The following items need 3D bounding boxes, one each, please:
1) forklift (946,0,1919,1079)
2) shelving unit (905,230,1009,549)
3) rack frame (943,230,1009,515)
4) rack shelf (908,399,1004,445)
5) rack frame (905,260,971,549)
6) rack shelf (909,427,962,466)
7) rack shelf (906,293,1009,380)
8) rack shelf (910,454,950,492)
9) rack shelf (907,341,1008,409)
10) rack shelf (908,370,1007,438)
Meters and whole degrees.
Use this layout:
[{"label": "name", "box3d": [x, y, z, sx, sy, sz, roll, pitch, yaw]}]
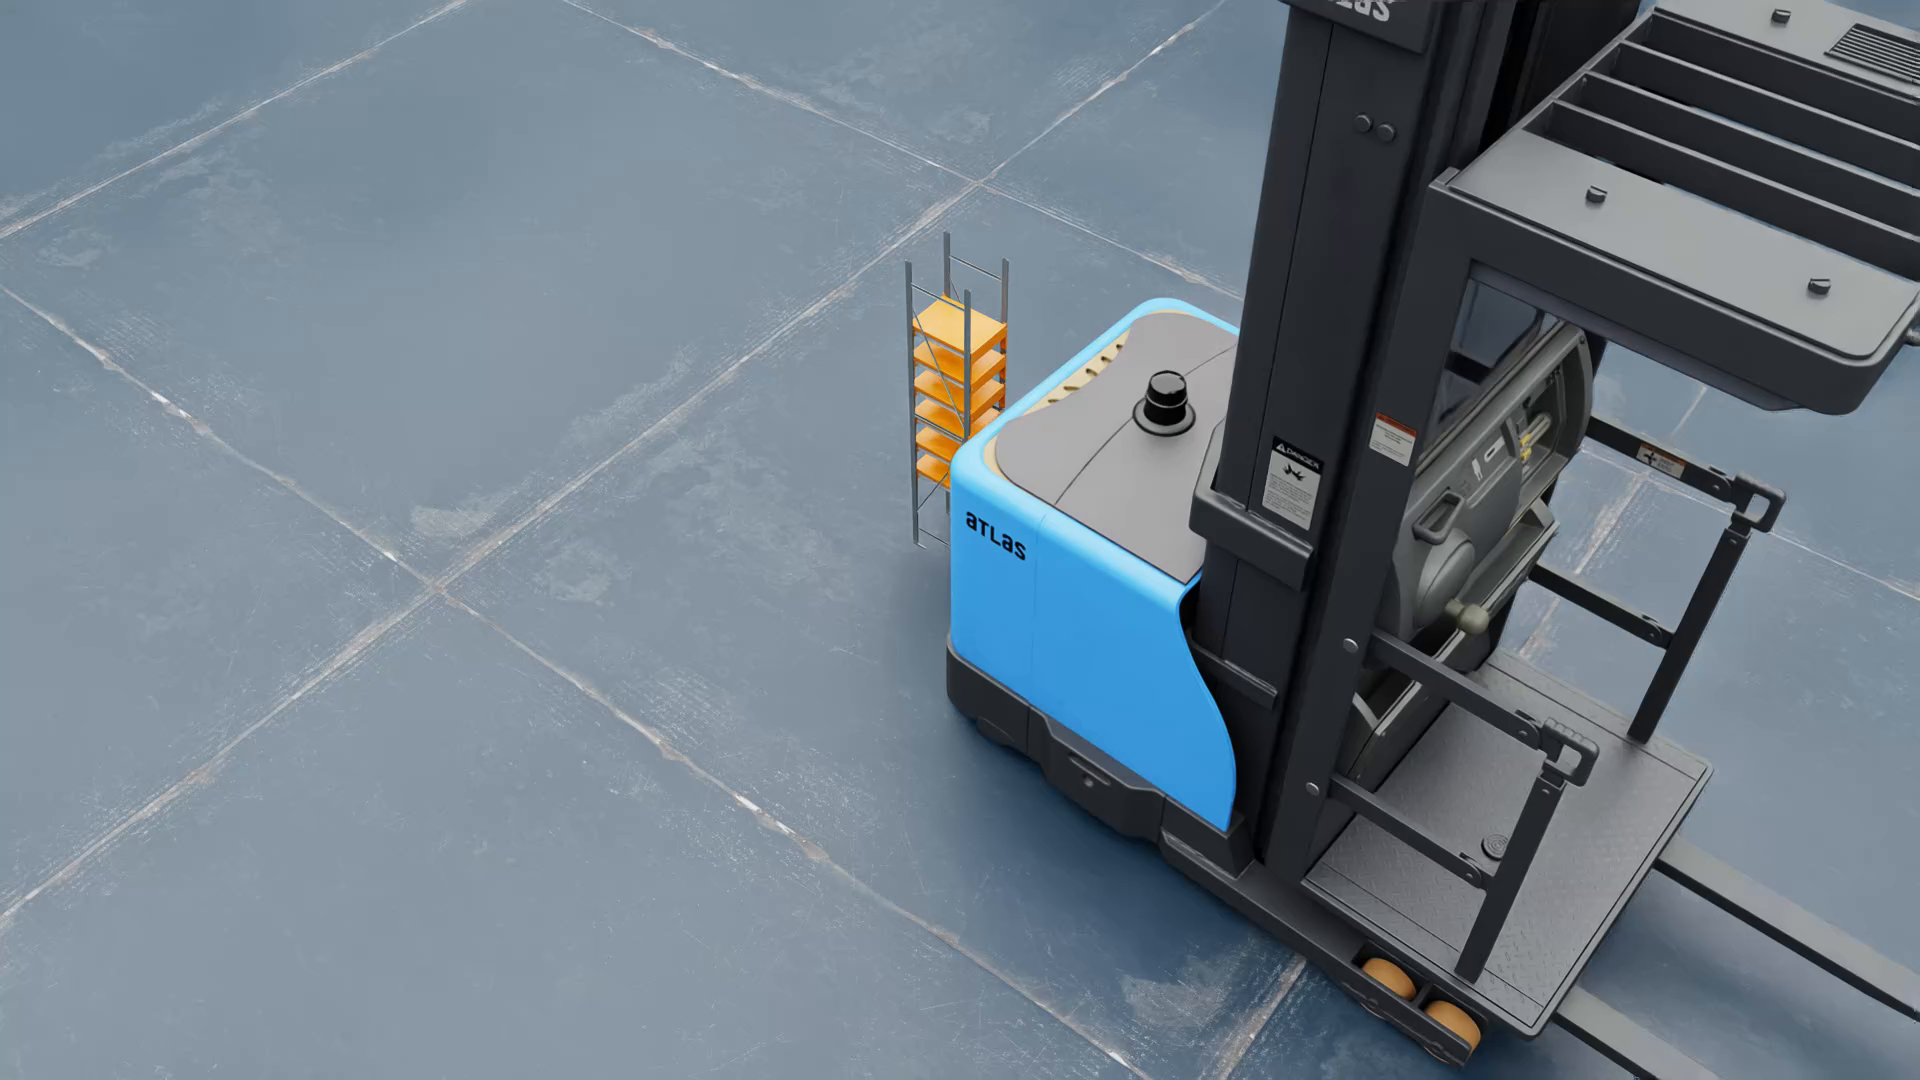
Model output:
[{"label": "forklift", "box3d": [1.403, -0.062, 3.782, 3.031, 2.935, 1.130, 32, 54, 27]}, {"label": "shelving unit", "box3d": [-0.009, -0.406, 5.308, 0.258, 1.200, 0.189, 29, 53, 25]}, {"label": "rack frame", "box3d": [0.047, -0.459, 5.358, 0.240, 1.200, 0.006, 29, 53, 25]}, {"label": "rack shelf", "box3d": [-0.009, -0.375, 5.340, 0.258, 0.103, 0.180, 29, 53, 25]}, {"label": "rack frame", "box3d": [-0.065, -0.354, 5.258, 0.240, 1.200, 0.006, 29, 53, 25]}, {"label": "rack shelf", "box3d": [-0.009, -0.293, 5.427, 0.258, 0.103, 0.180, 29, 53, 25]}, {"label": "rack shelf", "box3d": [-0.009, -0.624, 5.080, 0.258, 0.103, 0.180, 29, 53, 25]}, {"label": "rack shelf", "box3d": [-0.009, -0.210, 5.514, 0.258, 0.103, 0.180, 29, 53, 25]}, {"label": "rack shelf", "box3d": [-0.009, -0.541, 5.167, 0.258, 0.103, 0.180, 29, 53, 25]}, {"label": "rack shelf", "box3d": [-0.009, -0.458, 5.254, 0.258, 0.103, 0.180, 29, 53, 25]}]
